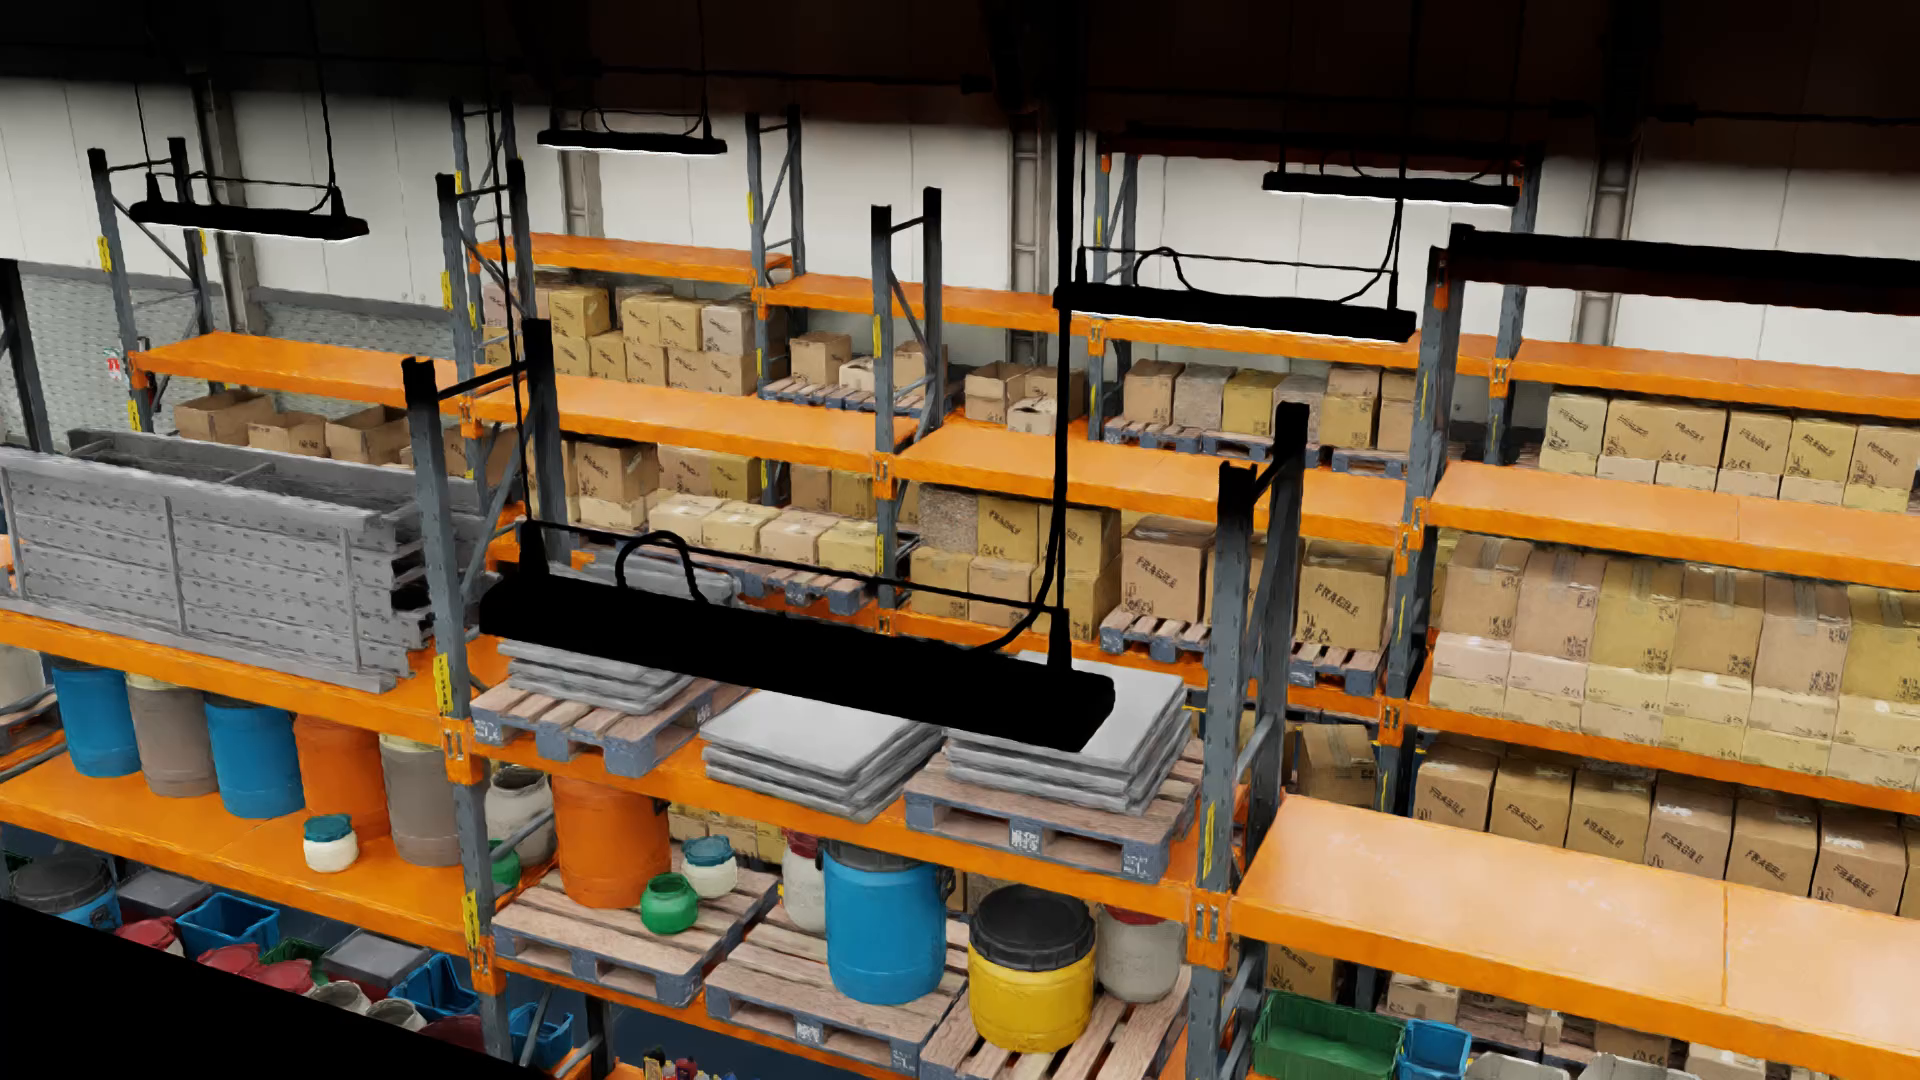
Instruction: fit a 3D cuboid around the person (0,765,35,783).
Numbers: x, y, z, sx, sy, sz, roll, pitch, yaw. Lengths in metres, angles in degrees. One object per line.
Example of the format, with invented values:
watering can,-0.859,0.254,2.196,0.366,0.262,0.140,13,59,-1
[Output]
person,-9.380,1.491,16.252,0.583,1.763,0.707,-1,21,-3
